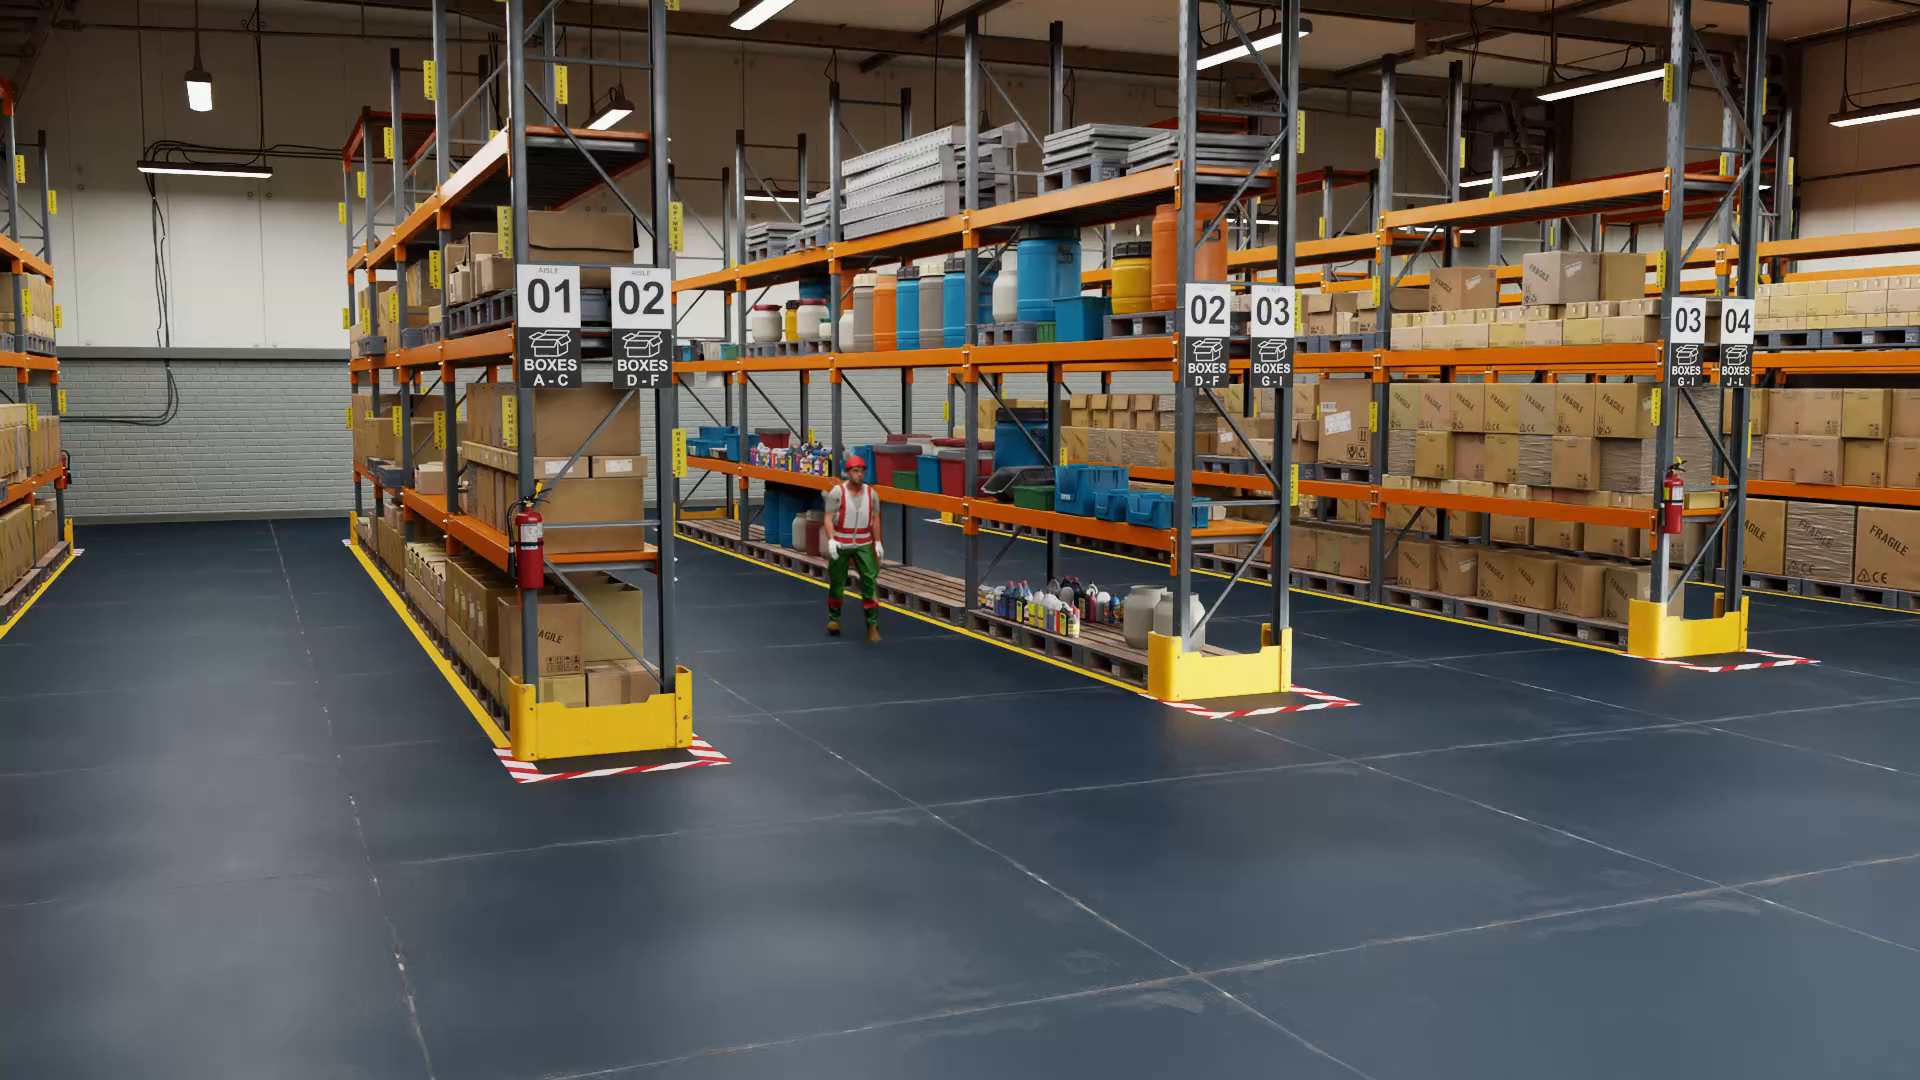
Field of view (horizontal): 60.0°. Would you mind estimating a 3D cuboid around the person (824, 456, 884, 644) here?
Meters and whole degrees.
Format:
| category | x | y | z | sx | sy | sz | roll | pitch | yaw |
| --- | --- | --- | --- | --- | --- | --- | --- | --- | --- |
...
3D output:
| category | x | y | z | sx | sy | sz | roll | pitch | yaw |
| --- | --- | --- | --- | --- | --- | --- | --- | --- | --- |
| person | -1.009 | 0.075 | 15.979 | 0.630 | 1.777 | 0.952 | -2 | 6 | -17 |
